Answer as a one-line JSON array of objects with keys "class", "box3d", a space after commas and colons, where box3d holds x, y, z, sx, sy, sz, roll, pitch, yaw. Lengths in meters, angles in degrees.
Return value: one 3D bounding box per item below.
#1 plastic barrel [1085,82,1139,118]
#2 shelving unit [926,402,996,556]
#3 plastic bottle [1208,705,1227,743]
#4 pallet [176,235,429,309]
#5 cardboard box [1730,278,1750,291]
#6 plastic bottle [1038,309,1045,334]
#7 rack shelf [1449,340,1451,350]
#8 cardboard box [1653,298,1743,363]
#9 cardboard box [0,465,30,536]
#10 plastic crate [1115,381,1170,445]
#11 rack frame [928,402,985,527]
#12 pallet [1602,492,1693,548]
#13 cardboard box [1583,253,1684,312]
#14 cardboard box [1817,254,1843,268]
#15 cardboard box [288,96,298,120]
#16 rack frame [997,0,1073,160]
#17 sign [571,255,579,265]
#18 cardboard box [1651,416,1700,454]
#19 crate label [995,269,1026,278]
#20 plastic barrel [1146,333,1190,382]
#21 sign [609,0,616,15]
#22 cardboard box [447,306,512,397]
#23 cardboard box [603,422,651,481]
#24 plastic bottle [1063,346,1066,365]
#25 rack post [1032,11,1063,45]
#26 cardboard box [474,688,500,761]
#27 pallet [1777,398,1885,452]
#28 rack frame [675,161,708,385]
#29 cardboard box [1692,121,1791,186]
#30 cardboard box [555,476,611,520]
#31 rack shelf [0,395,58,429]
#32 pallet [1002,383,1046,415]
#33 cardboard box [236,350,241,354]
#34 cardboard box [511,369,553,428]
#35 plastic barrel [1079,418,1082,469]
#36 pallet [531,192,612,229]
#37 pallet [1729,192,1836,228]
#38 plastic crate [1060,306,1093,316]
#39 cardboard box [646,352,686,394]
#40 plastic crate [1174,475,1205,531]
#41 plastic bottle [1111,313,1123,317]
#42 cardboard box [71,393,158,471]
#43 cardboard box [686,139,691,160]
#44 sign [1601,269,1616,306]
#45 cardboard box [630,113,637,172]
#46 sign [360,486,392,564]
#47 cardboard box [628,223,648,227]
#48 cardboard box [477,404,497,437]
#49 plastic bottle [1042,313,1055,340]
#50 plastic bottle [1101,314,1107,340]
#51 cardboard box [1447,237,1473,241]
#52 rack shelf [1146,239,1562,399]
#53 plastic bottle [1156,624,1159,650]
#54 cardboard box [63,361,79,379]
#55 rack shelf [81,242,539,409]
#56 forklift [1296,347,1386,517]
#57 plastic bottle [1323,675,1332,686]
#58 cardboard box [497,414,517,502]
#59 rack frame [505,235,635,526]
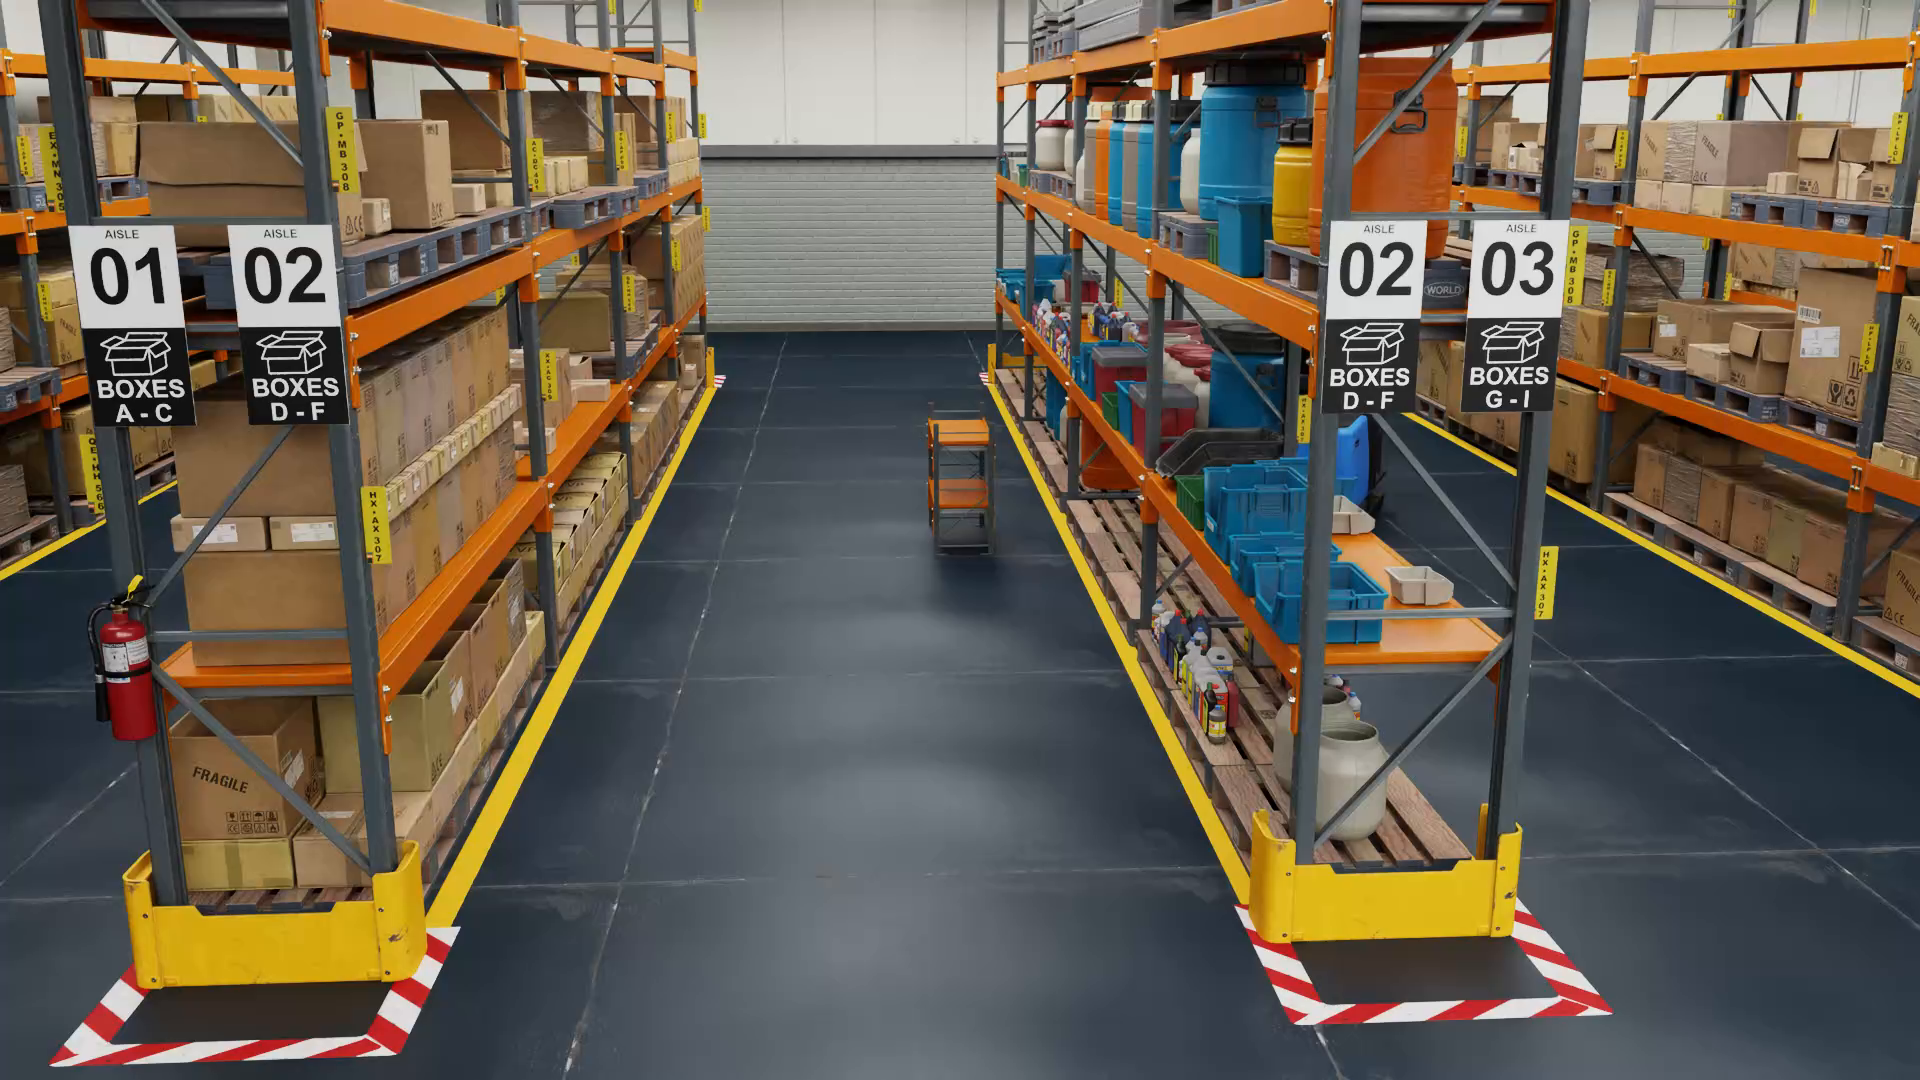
[{"class": "plastic barrel", "box3d": [1.502, -4.133, 16.700, 0.600, 0.901, 0.708, -1, 14, -3]}, {"class": "shelving unit", "box3d": [0.000, -0.546, 14.393, 0.538, 1.125, 1.048, -1, 14, -3]}, {"class": "plastic bottle", "box3d": [1.436, 1.021, 9.273, 0.097, 0.201, 0.097, 0, 14, 0]}, {"class": "pallet", "box3d": [-2.975, -1.182, 7.259, 1.003, 0.211, 1.213, -1, 14, -3]}, {"class": "cardboard box", "box3d": [10.609, -3.441, 22.384, 0.380, 0.149, 0.250, -1, 14, -5]}, {"class": "plastic bottle", "box3d": [0.894, -2.352, 17.907, 0.097, 0.271, 0.097, 0, 14, 0]}, {"class": "rack shelf", "box3d": [6.063, -2.881, 21.149, 1.077, 0.370, 4.000, -1, 14, -3]}, {"class": "cardboard box", "box3d": [6.508, -1.856, 14.675, 0.500, 0.500, 0.500, -3, 15, -10]}, {"class": "cardboard box", "box3d": [-8.300, -0.332, 13.932, 0.700, 0.500, 0.500, -1, 14, -3]}, {"class": "plastic crate", "box3d": [1.360, -0.928, 12.146, 0.392, 0.384, 0.575, -1, 14, -3]}, {"class": "rack frame", "box3d": [-0.032, -0.673, 14.884, 0.500, 1.125, 0.032, -1, 14, -3]}, {"class": "pallet", "box3d": [6.482, -0.193, 14.852, 1.003, 0.211, 1.213, -1, 14, -3]}, {"class": "cardboard box", "box3d": [6.406, -2.454, 15.830, 0.797, 0.503, 0.637, 0, 14, -2]}, {"class": "cardboard box", "box3d": [10.801, -3.221, 20.229, 0.500, 0.500, 0.500, -1, 14, -5]}, {"class": "cardboard box", "box3d": [-8.575, -5.315, 20.897, 0.500, 0.500, 0.500, -1, 14, -4]}, {"class": "rack frame", "box3d": [0.996, -6.556, 21.948, 1.000, 3.000, 0.127, -1, 14, -3]}, {"class": "sign", "box3d": [-4.242, -2.989, 18.388, 0.100, 0.325, 0.005, -1, 14, -3]}, {"class": "cardboard box", "box3d": [6.506, -0.937, 14.777, 0.500, 0.250, 0.500, 0, 14, -1]}, {"class": "crate label", "box3d": [0.682, -3.532, 22.450, 0.416, 0.233, 0.303, -1, 14, -3]}, {"class": "plastic barrel", "box3d": [1.768, -1.463, 13.967, 0.421, 0.512, 0.421, 0, 14, 0]}, {"class": "sign", "box3d": [-4.490, -6.963, 21.496, 0.100, 0.325, 0.005, -1, 14, -3]}, {"class": "cardboard box", "box3d": [-3.171, -1.157, 10.200, 0.700, 0.500, 0.500, -1, 14, -3]}, {"class": "cardboard box", "box3d": [-3.234, -0.836, 15.889, 0.500, 0.500, 0.500, -1, 14, -5]}, {"class": "plastic bottle", "box3d": [1.031, -1.769, 15.783, 0.097, 0.201, 0.097, 0, 14, 0]}, {"class": "rack post", "box3d": [1.264, -5.315, 17.275, 0.937, 0.300, 0.954, -1, 14, -4]}, {"class": "cardboard box", "box3d": [-2.860, 1.022, 9.208, 0.500, 0.250, 0.500, -1, 14, -3]}, {"class": "pallet", "box3d": [6.780, -0.842, 12.165, 1.003, 0.211, 1.213, -1, 14, -3]}, {"class": "rack frame", "box3d": [-3.948, -3.575, 22.402, 1.000, 3.000, 0.127, -1, 14, -3]}, {"class": "cardboard box", "box3d": [6.273, -3.109, 13.365, 0.500, 0.500, 0.500, -1, 14, -5]}, {"class": "cardboard box", "box3d": [-3.107, -0.348, 13.408, 0.500, 0.311, 0.500, -1, 14, -4]}, {"class": "rack shelf", "box3d": [-8.273, -0.662, 12.525, 1.077, 0.370, 4.000, -1, 14, -3]}, {"class": "pallet", "box3d": [1.081, -1.792, 21.067, 1.003, 0.211, 1.213, -1, 14, -3]}, {"class": "cardboard box", "box3d": [-8.460, -2.215, 19.988, 0.380, 0.149, 0.250, -1, 14, -5]}, {"class": "cardboard box", "box3d": [-3.269, -0.961, 12.043, 0.500, 0.500, 0.500, 0, 14, 1]}, {"class": "plastic barrel", "box3d": [1.320, -0.920, 16.233, 0.421, 0.512, 0.421, 0, 14, 0]}, {"class": "pallet", "box3d": [-3.249, -2.501, 12.587, 1.003, 0.211, 1.213, 0, 14, -1]}, {"class": "pallet", "box3d": [6.683, -2.518, 12.648, 1.213, 0.211, 1.003, -1, 14, -3]}, {"class": "plastic crate", "box3d": [1.357, -2.675, 19.313, 0.396, 0.136, 0.243, -1, 14, -3]}, {"class": "cardboard box", "box3d": [-3.822, -2.052, 20.607, 0.797, 0.503, 0.637, -1, 14, -3]}, {"class": "plastic crate", "box3d": [1.541, -0.222, 9.794, 0.450, 0.188, 0.662, -1, 14, -3]}, {"class": "plastic bottle", "box3d": [1.653, -2.253, 17.512, 0.152, 0.276, 0.135, -1, 14, -3]}, {"class": "cardboard box", "box3d": [-8.359, -1.073, 16.150, 0.750, 0.750, 0.750, -1, 14, -4]}, {"class": "cardboard box", "box3d": [-3.604, -4.825, 20.536, 0.500, 0.250, 0.500, -1, 14, -3]}, {"class": "sign", "box3d": [5.881, -2.289, 15.079, 0.100, 0.325, 0.005, -1, 14, -3]}, {"class": "cardboard box", "box3d": [-3.743, -4.207, 17.593, 0.600, 0.600, 0.600, -2, 15, -9]}, {"class": "sign", "box3d": [-2.403, -0.061, 6.846, 0.100, 0.325, 0.005, -1, 14, -3]}, {"class": "cardboard box", "box3d": [-4.086, -3.613, 20.340, 0.500, 0.500, 0.500, -1, 14, -4]}, {"class": "cardboard box", "box3d": [-2.925, -0.697, 9.713, 0.380, 0.149, 0.250, -1, 14, -4]}, {"class": "plastic bottle", "box3d": [0.949, -2.245, 17.479, 0.152, 0.276, 0.135, -1, 14, -3]}, {"class": "plastic bottle", "box3d": [1.529, -2.244, 17.487, 0.097, 0.271, 0.097, 0, 14, 0]}, {"class": "cardboard box", "box3d": [5.892, -3.277, 19.443, 0.500, 0.500, 0.500, 0, 14, -2]}, {"class": "rack shelf", "box3d": [1.863, -1.273, 8.879, 1.077, 0.370, 4.000, -1, 14, -3]}, {"class": "plastic bottle", "box3d": [1.334, 0.612, 10.859, 0.097, 0.201, 0.097, 0, 14, 0]}, {"class": "cardboard box", "box3d": [-8.193, -1.544, 14.973, 0.380, 0.149, 0.250, -1, 14, -3]}, {"class": "rack shelf", "box3d": [-3.081, -1.198, 8.585, 1.077, 0.370, 4.000, -1, 14, -3]}, {"class": "forklift", "box3d": [3.338, -1.680, 15.173, 1.130, 2.935, 3.031, 6, 16, 21]}, {"class": "plastic bottle", "box3d": [2.158, 0.871, 9.714, 0.097, 0.271, 0.097, 0, 14, 0]}, {"class": "cardboard box", "box3d": [-3.171, -0.529, 10.362, 0.700, 0.500, 0.500, -1, 14, -5]}, {"class": "rack frame", "box3d": [-3.453, -1.586, 14.669, 1.000, 3.000, 0.127, -1, 14, -3]}]
